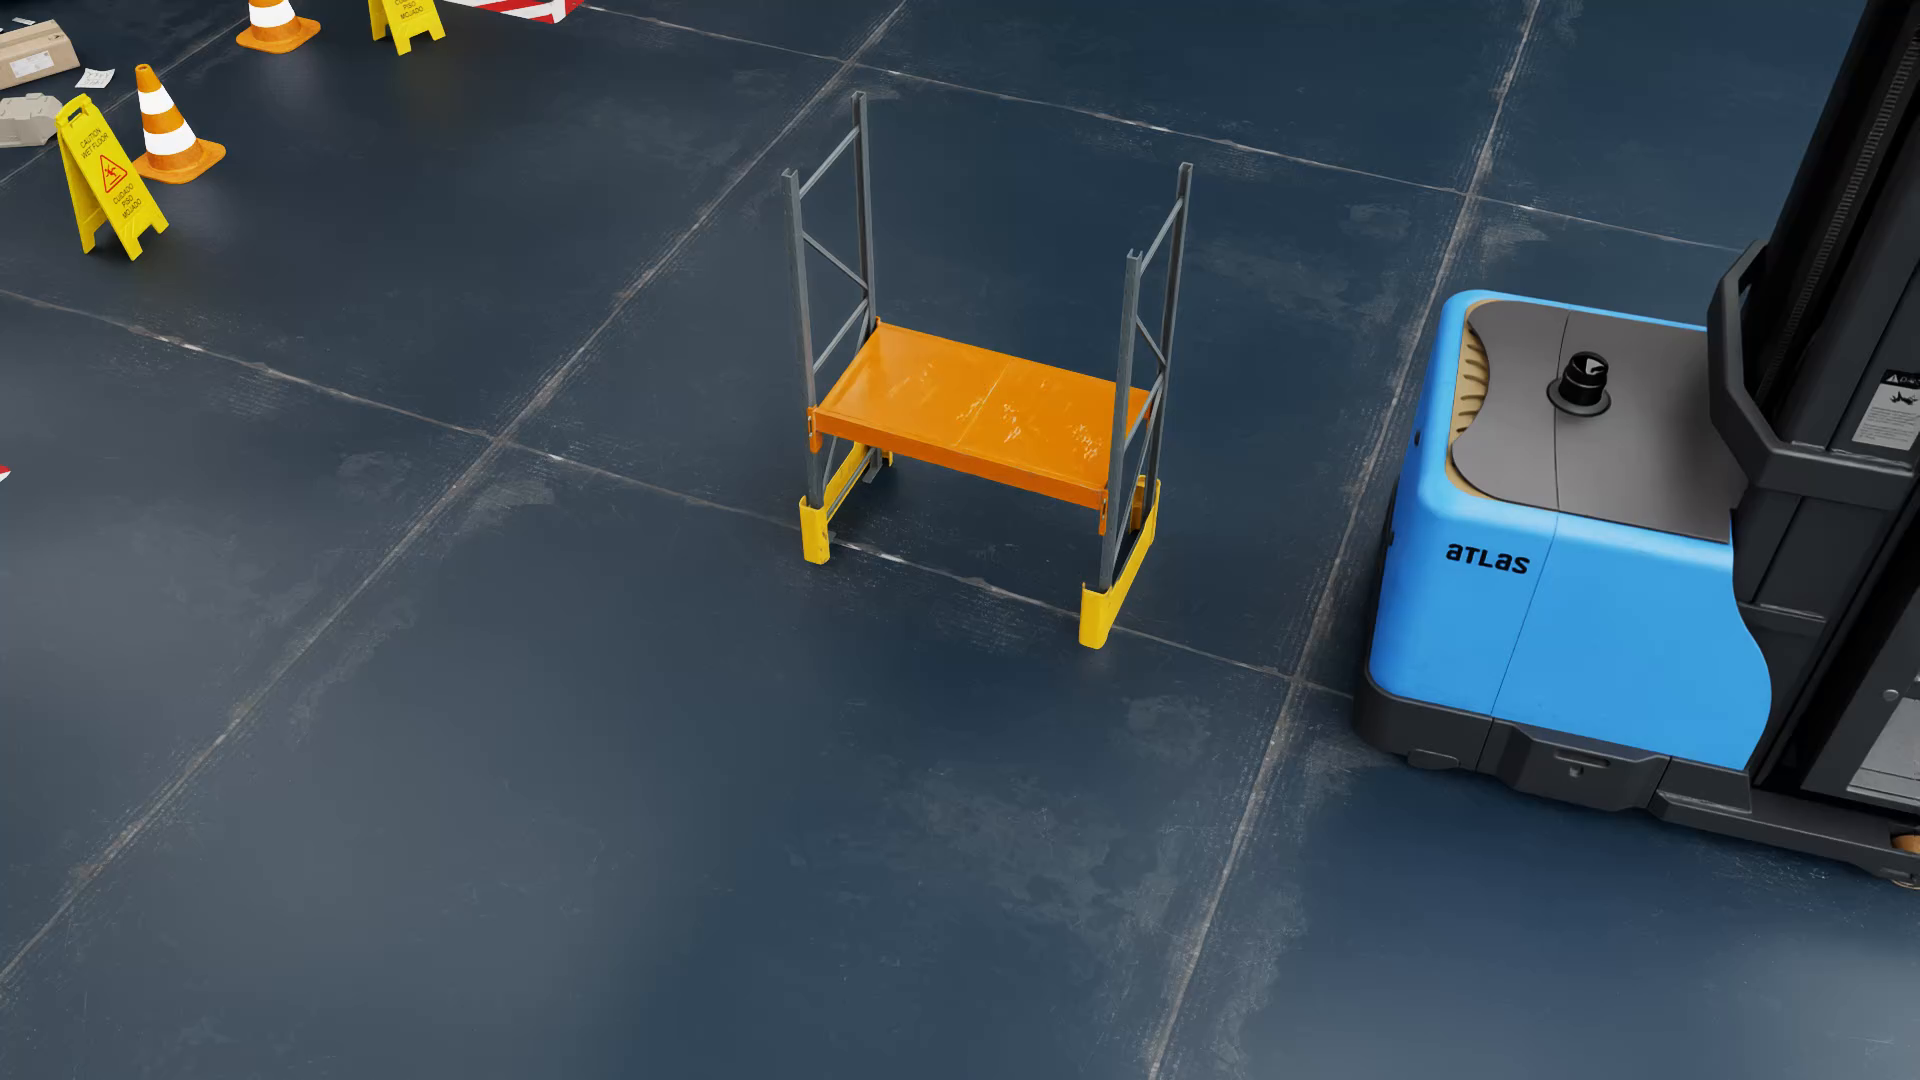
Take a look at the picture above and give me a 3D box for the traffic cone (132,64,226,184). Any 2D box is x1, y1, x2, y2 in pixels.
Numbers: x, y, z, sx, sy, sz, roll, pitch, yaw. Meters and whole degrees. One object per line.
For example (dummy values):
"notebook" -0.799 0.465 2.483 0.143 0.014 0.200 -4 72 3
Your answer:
"traffic cone" -3.503 -1.865 7.296 0.334 0.463 0.336 16 47 16

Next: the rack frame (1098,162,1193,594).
"rack frame" 0.548 -0.370 5.059 0.032 1.500 0.500 16 47 16

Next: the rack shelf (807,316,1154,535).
"rack shelf" 0.079 -0.381 5.325 1.000 0.185 0.538 16 47 16

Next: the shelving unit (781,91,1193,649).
"shelving unit" 0.070 -0.511 5.200 1.083 1.500 0.587 16 47 16

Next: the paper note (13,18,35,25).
"paper note" -4.712 -2.610 8.367 0.123 0.001 0.032 16 47 16

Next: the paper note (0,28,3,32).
"paper note" -4.861 -2.535 8.284 0.142 0.019 0.148 33 54 29

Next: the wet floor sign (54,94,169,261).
"wet floor sign" -3.520 -1.499 6.799 0.232 0.644 0.267 9 46 9

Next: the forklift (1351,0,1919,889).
"forklift" 2.772 -0.426 4.100 3.031 2.935 1.130 12 46 12

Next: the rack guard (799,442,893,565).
"rack guard" -0.389 -0.203 5.777 0.087 0.250 0.587 16 47 16

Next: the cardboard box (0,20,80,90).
"cardboard box" -4.483 -2.332 7.989 0.380 0.149 0.250 -28 51 -25

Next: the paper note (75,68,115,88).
"paper note" -4.135 -2.211 7.950 0.142 0.019 0.148 2 45 2

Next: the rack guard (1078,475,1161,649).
"rack guard" 0.530 0.067 5.505 0.087 0.250 0.587 16 47 16

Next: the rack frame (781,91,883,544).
"rack frame" -0.390 -0.647 5.336 0.032 1.500 0.500 16 47 16

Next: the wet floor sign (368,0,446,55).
"wet floor sign" -2.733 -2.719 8.026 0.232 0.644 0.267 33 54 29

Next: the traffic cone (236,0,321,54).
"traffic cone" -3.390 -2.680 8.115 0.334 0.463 0.336 16 47 16

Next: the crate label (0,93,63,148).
"crate label" -4.253 -1.923 7.585 0.298 0.136 0.250 -5 45 -5
